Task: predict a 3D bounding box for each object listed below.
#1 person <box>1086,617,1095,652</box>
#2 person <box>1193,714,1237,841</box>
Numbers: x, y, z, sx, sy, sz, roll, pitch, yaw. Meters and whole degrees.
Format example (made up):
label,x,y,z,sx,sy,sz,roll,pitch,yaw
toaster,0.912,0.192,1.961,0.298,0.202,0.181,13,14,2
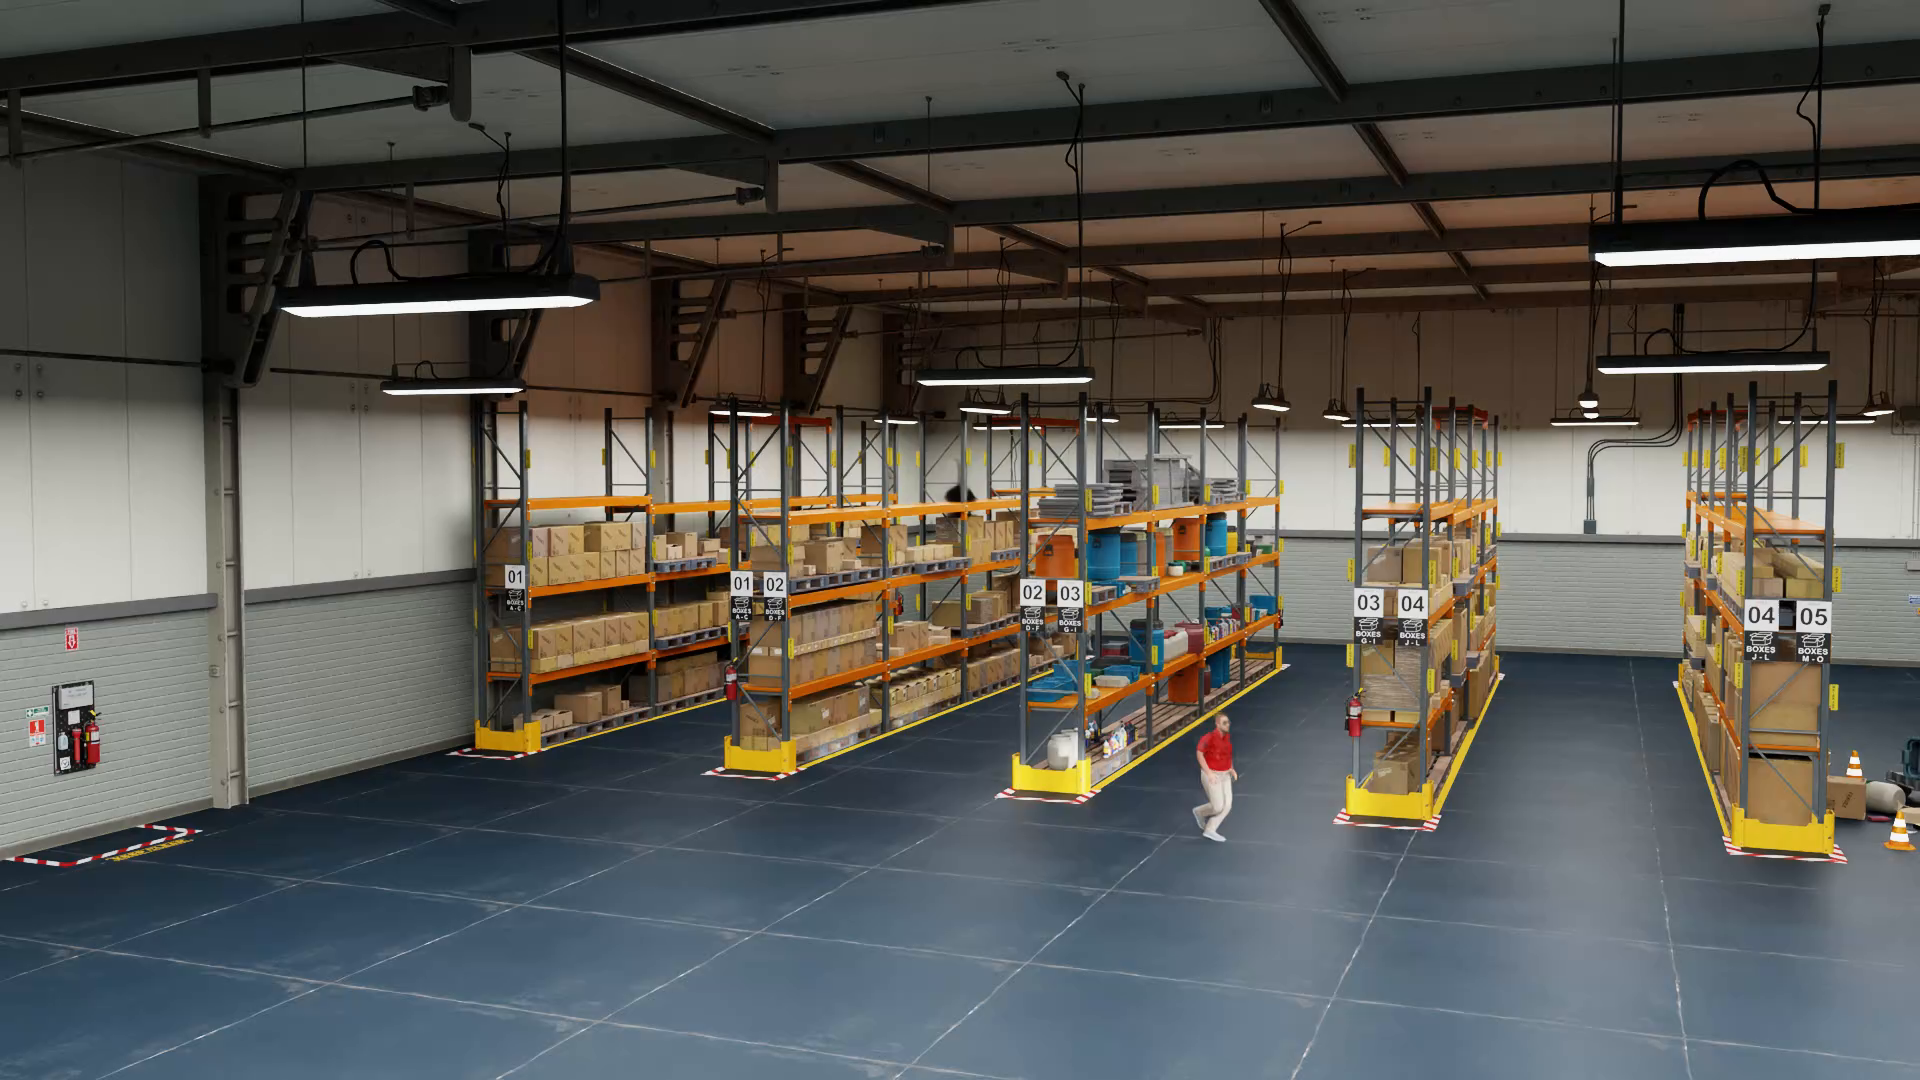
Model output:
label,x,y,z,sx,sy,sz,roll,pitch,yaw
person,3.081,1.996,43.417,0.669,1.814,0.839,-3,4,-45
person,3.324,3.111,21.914,0.662,1.671,0.572,-2,4,-39
